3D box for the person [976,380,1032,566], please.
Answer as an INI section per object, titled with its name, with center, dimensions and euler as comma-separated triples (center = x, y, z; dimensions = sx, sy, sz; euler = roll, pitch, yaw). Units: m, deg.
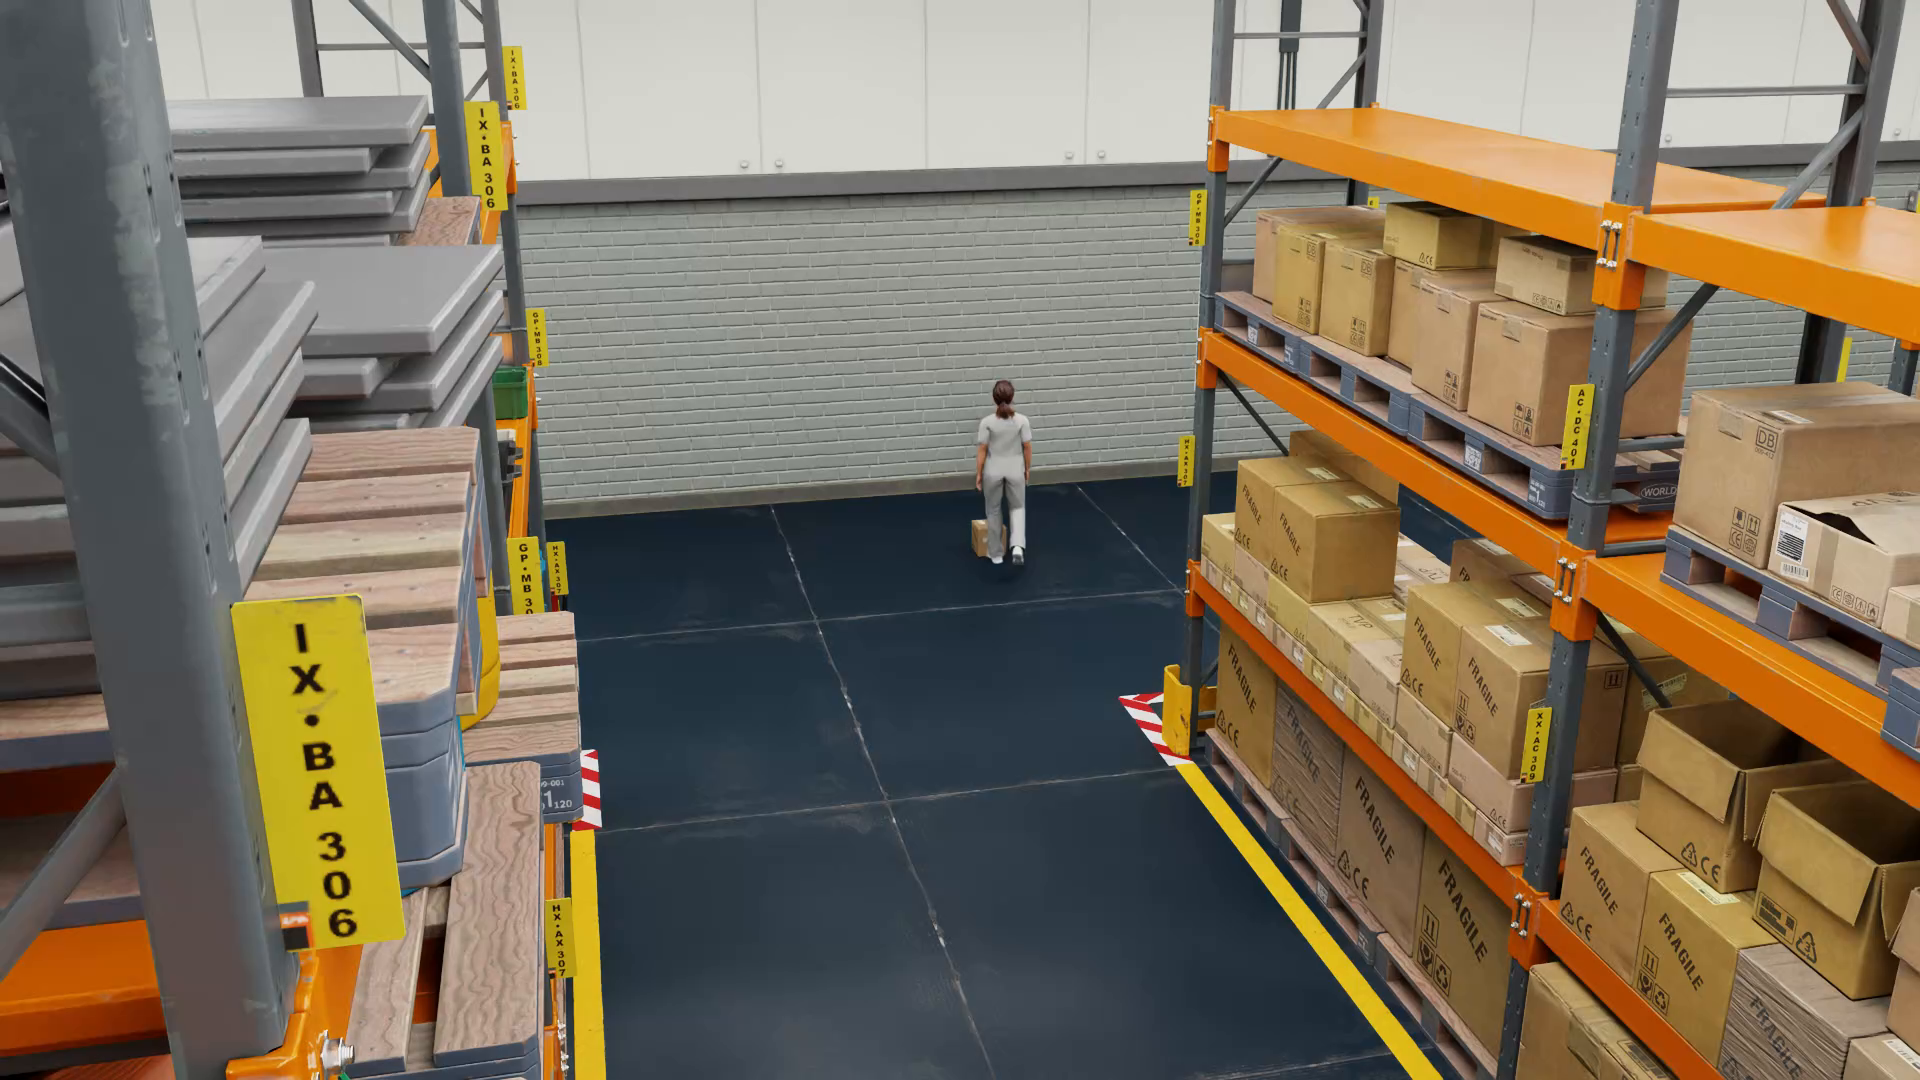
[person]
center = 0.362, -0.548, 13.877
dimensions = 0.462, 1.653, 0.743
euler = -2, 20, -5
